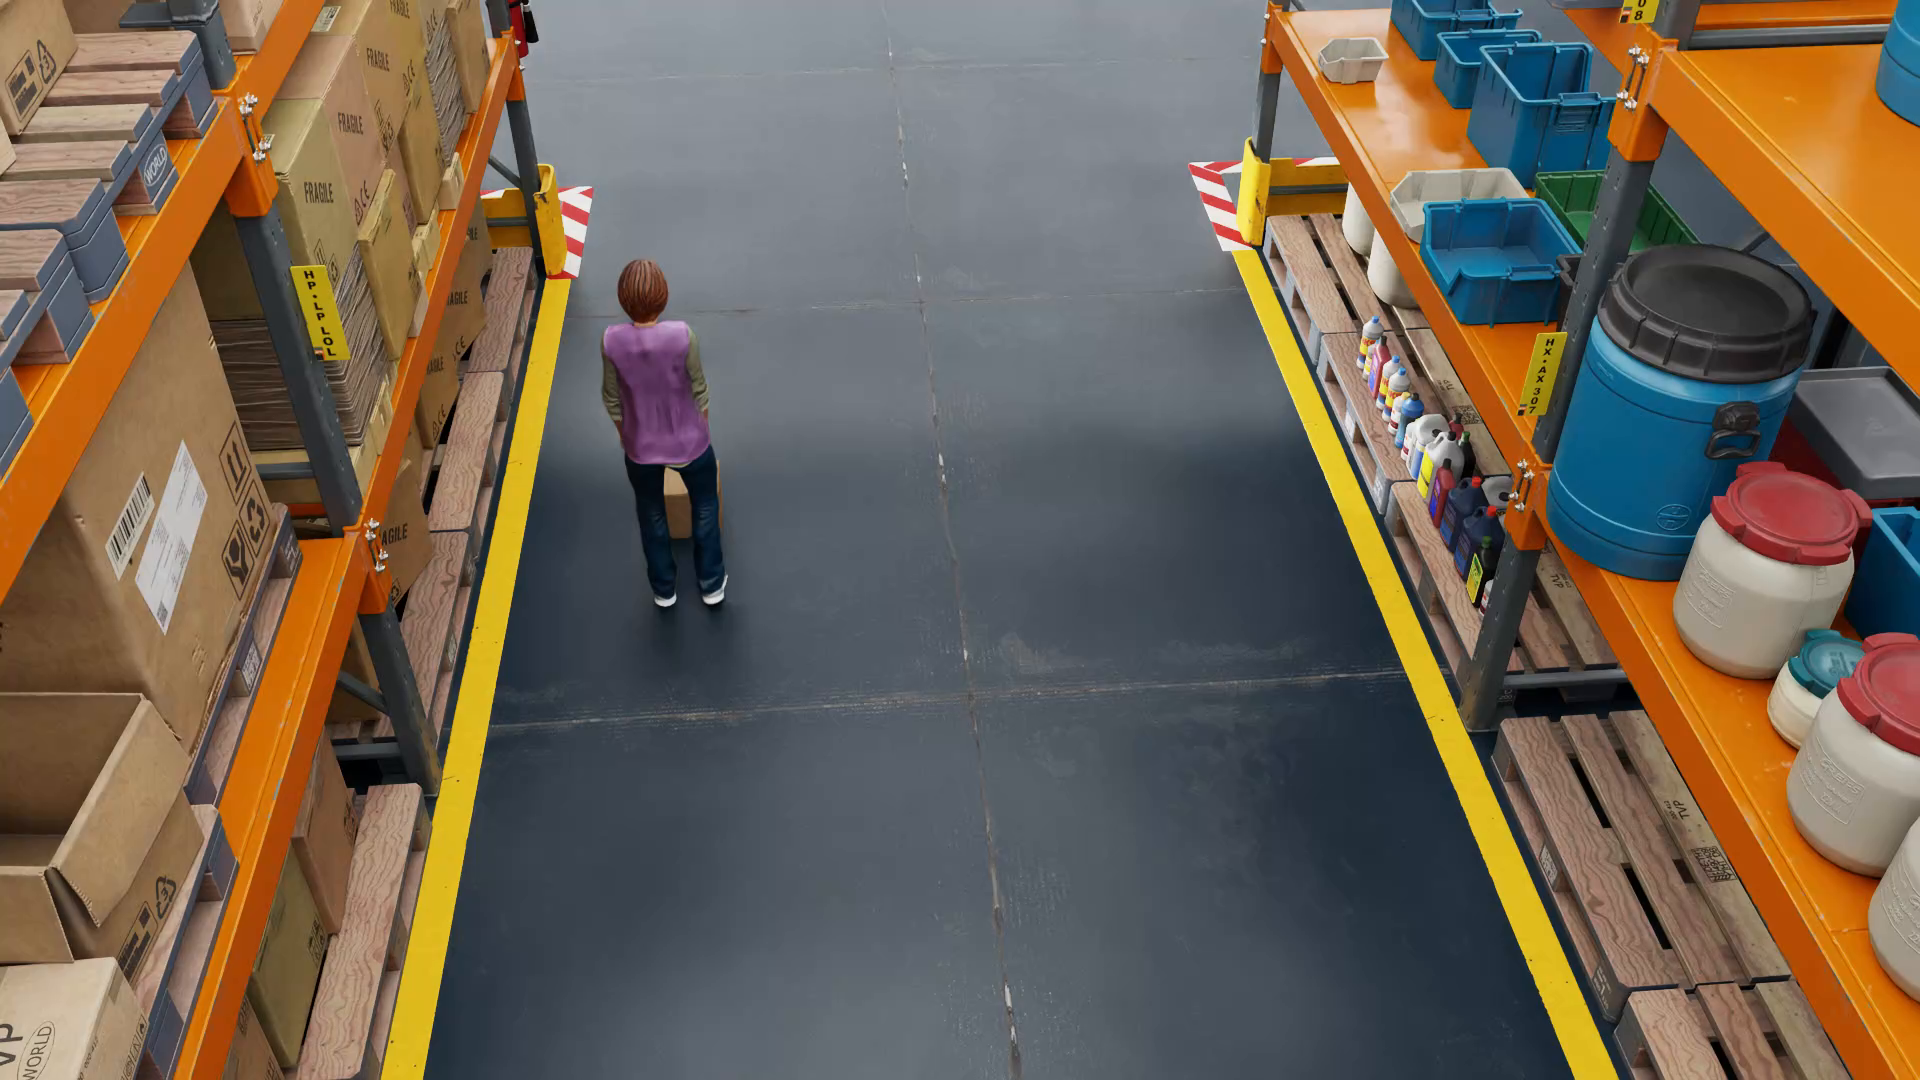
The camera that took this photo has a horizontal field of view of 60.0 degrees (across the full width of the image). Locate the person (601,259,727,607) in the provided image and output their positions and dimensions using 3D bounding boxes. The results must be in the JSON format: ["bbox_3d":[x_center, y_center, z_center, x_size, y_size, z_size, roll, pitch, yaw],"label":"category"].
[{"bbox_3d":[-1.191,-0.386,6.651,0.417,1.580,0.340,-2,40,-3],"label":"person"}]
